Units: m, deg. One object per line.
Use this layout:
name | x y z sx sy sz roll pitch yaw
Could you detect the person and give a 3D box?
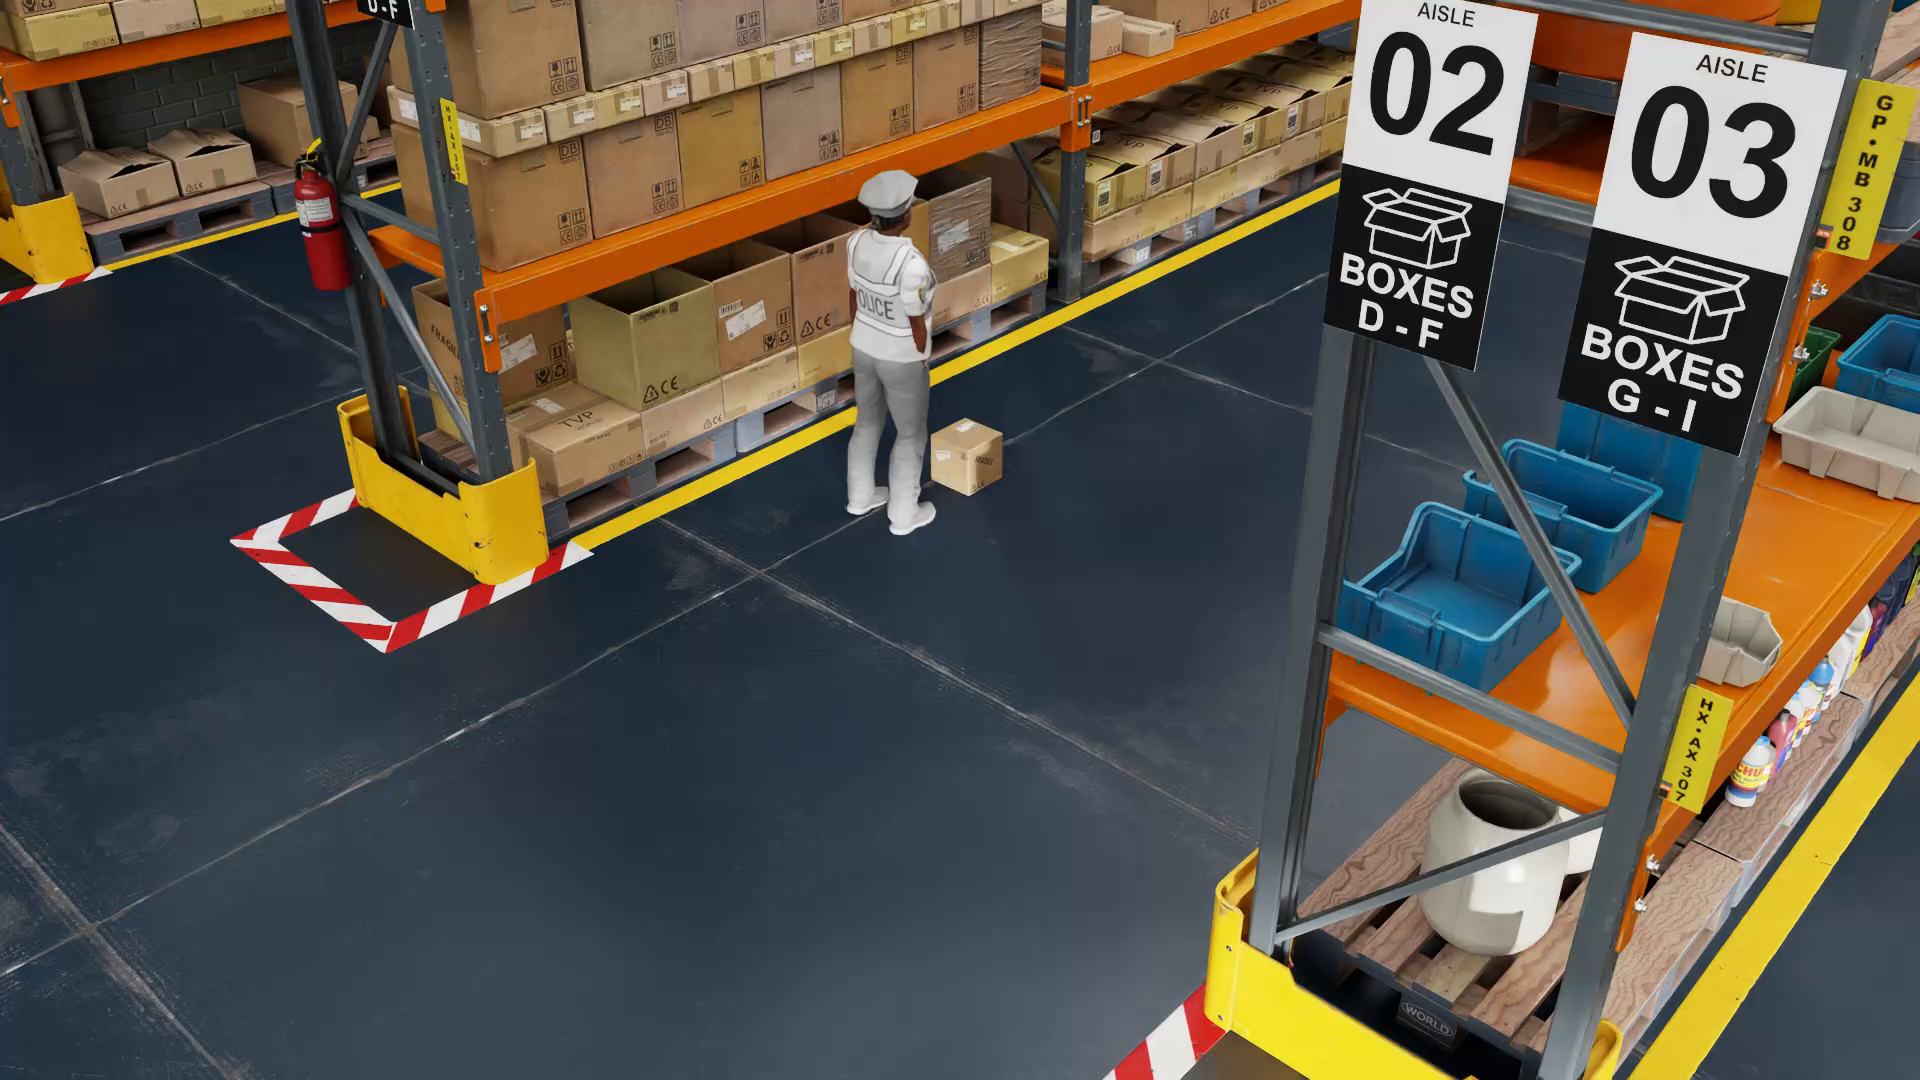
person | -0.303 -0.832 7.473 0.467 1.695 0.337 27 40 36
